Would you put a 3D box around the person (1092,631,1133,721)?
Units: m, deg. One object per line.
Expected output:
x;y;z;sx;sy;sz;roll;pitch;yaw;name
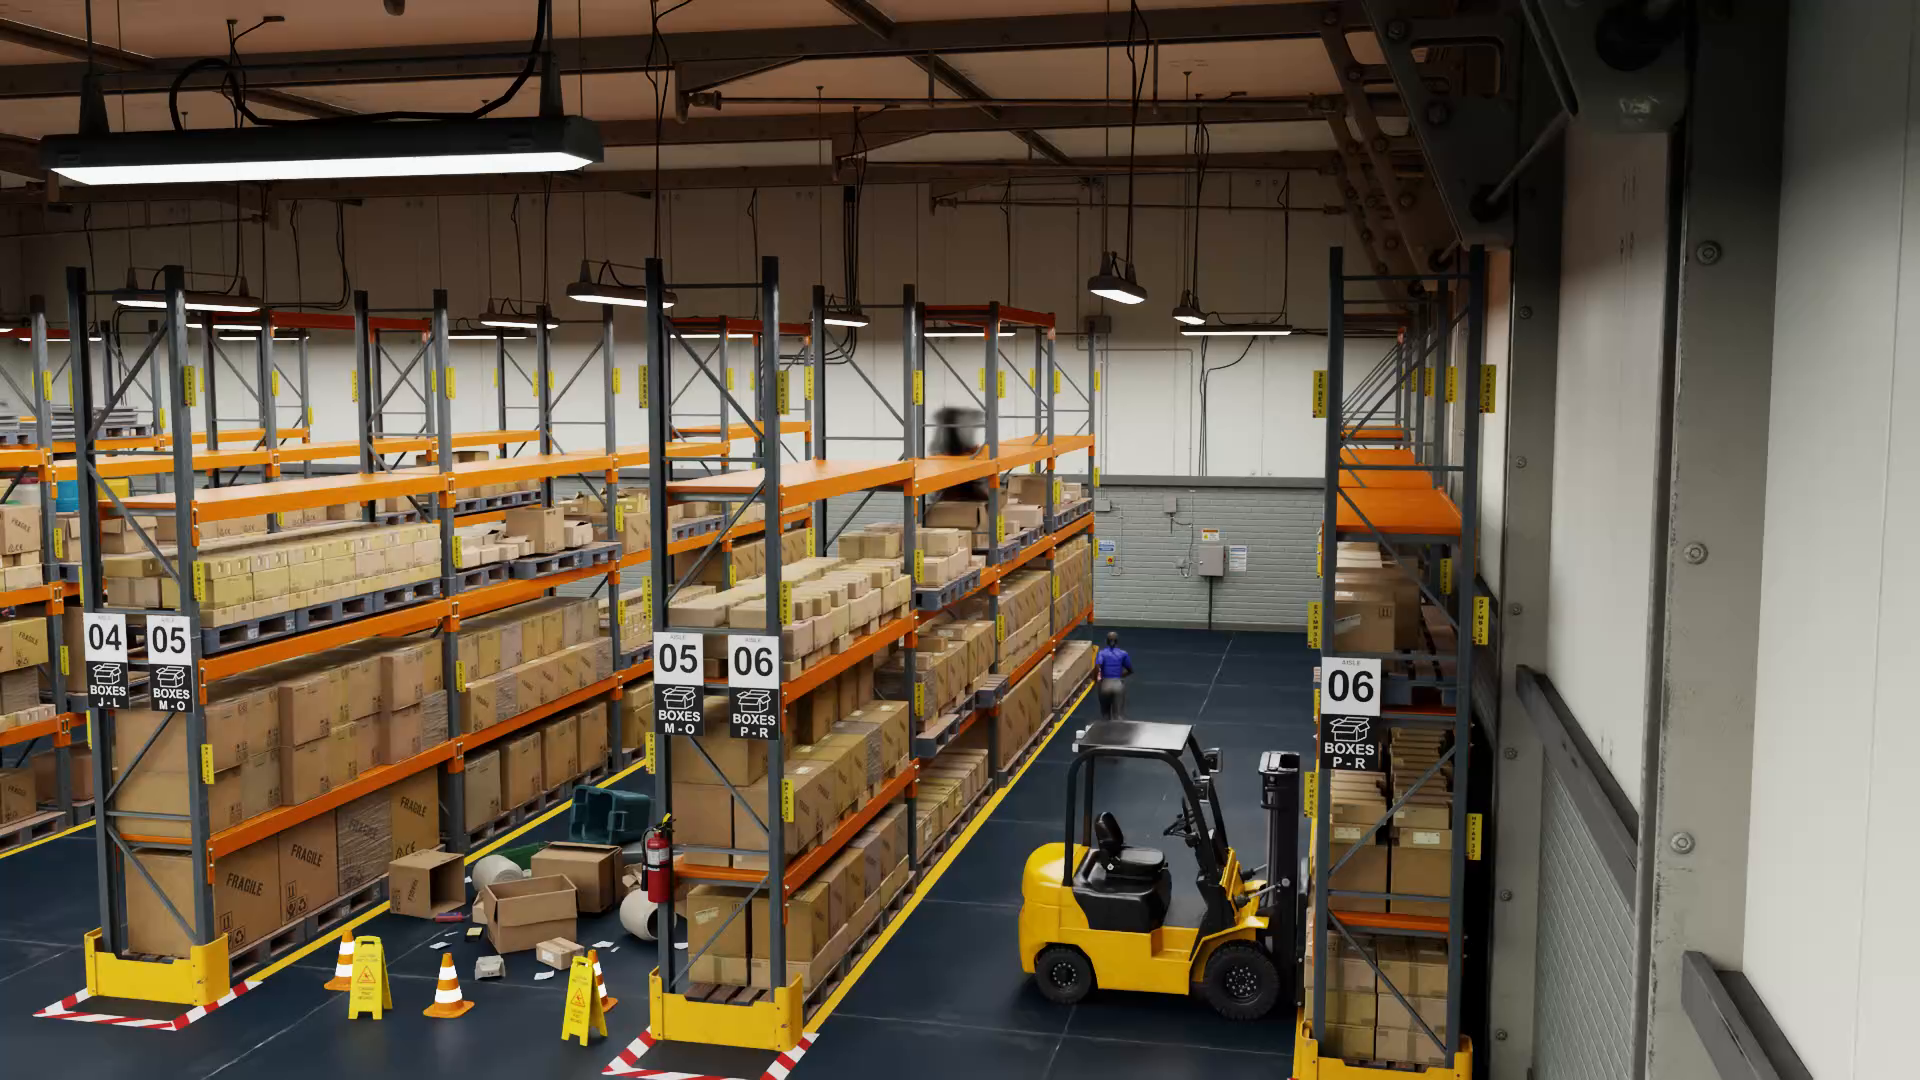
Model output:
2.089;2.078;22.663;0.562;1.624;0.866;0;6;0;person
